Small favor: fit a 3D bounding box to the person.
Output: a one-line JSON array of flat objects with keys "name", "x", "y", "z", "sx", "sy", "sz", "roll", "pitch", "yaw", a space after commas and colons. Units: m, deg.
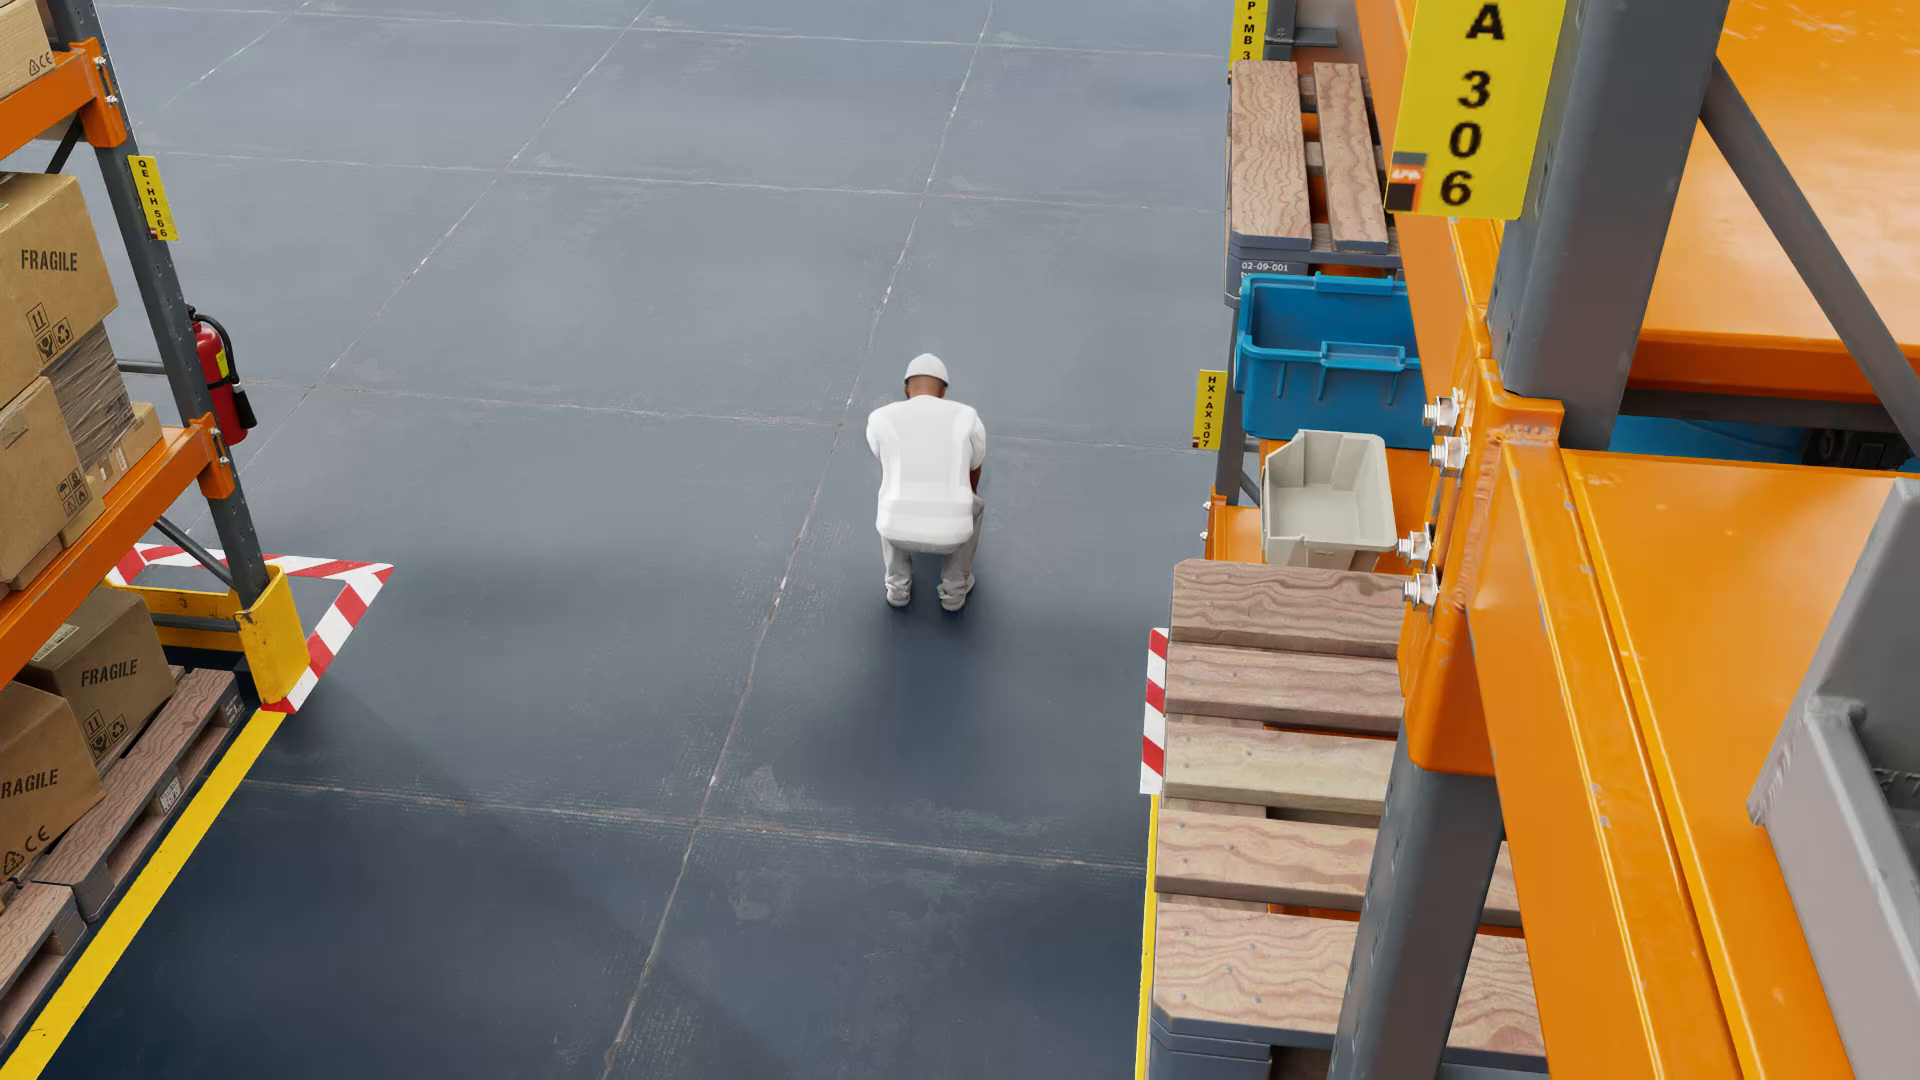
[{"name": "person", "x": -0.164, "y": -0.251, "z": 7.629, "sx": 0.541, "sy": 1.007, "sz": 0.912, "roll": 4, "pitch": 36, "yaw": 5}]
